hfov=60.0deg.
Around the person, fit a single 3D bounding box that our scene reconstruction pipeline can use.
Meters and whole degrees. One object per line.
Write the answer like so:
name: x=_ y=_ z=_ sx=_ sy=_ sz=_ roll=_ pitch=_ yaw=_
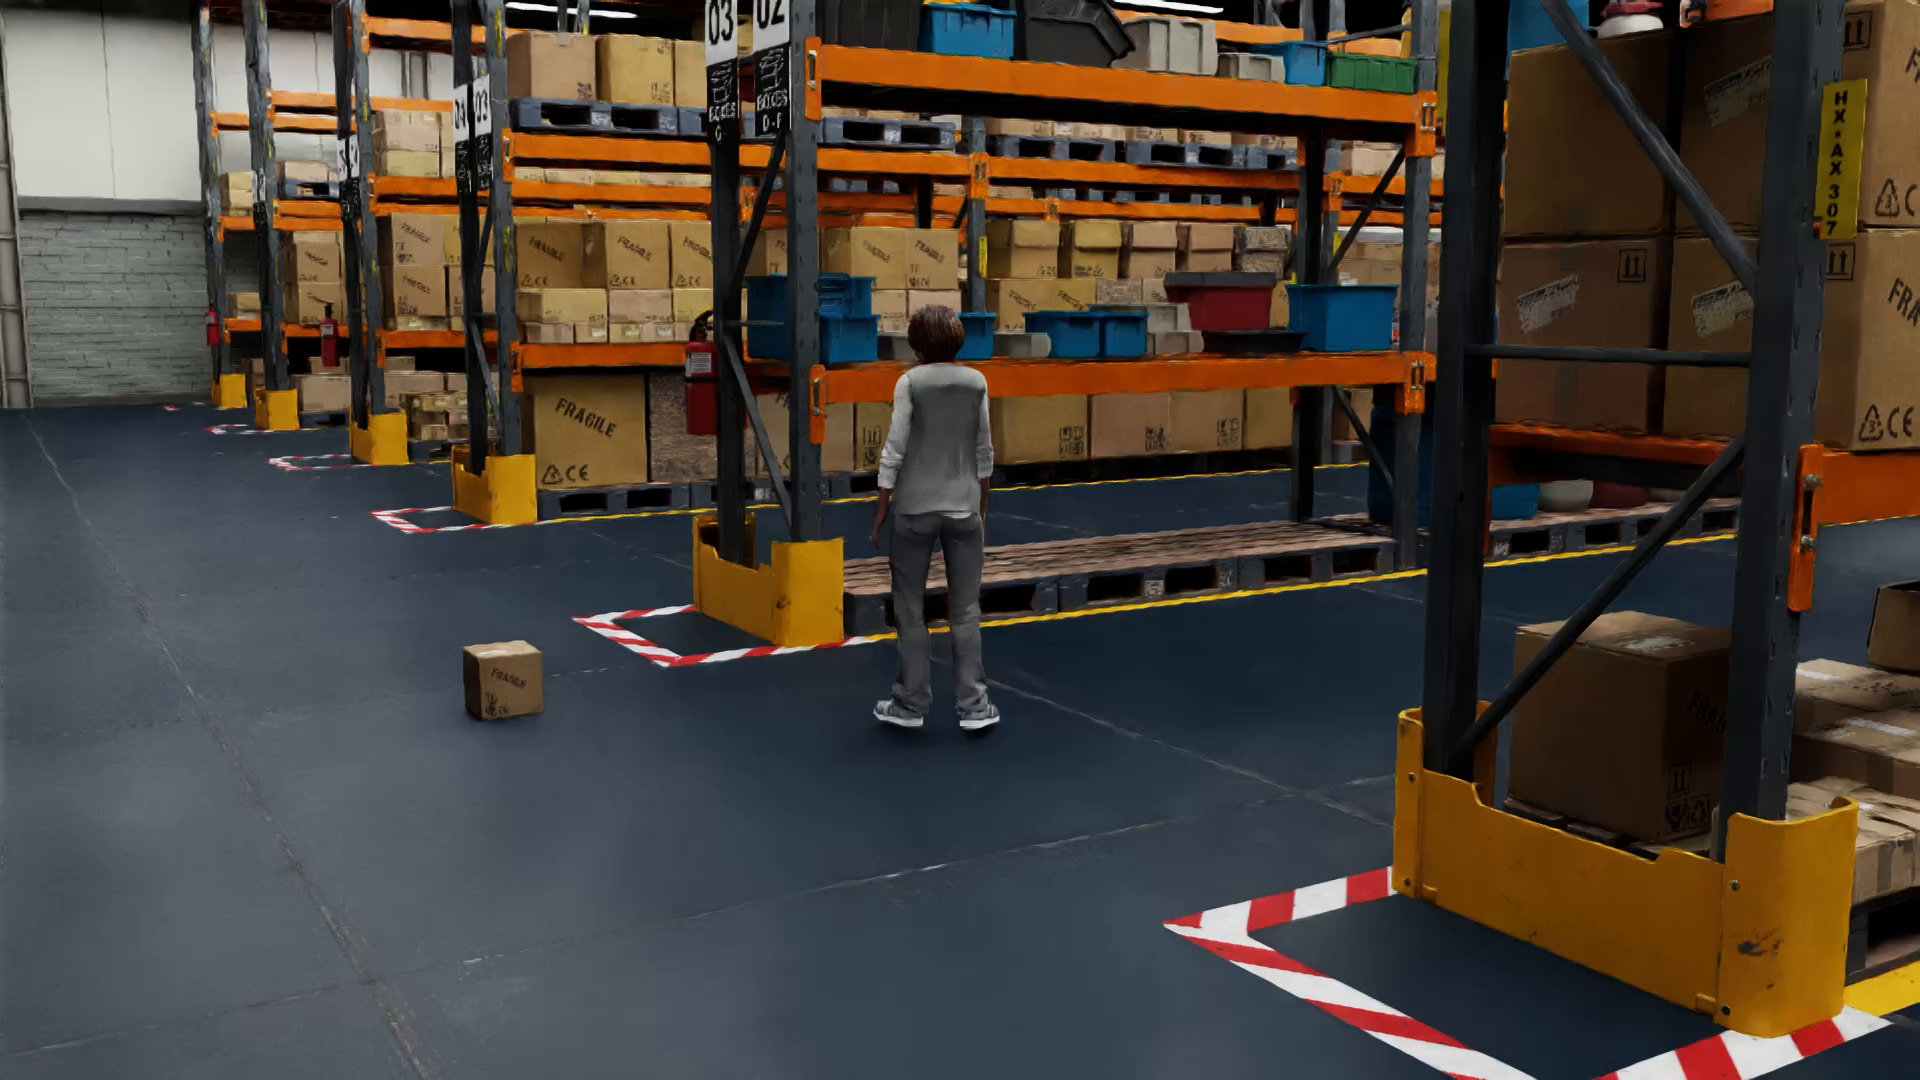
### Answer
person: x=-0.085 y=-0.083 z=6.262 sx=0.499 sy=1.599 sz=0.378 roll=-3 pitch=9 yaw=-17
